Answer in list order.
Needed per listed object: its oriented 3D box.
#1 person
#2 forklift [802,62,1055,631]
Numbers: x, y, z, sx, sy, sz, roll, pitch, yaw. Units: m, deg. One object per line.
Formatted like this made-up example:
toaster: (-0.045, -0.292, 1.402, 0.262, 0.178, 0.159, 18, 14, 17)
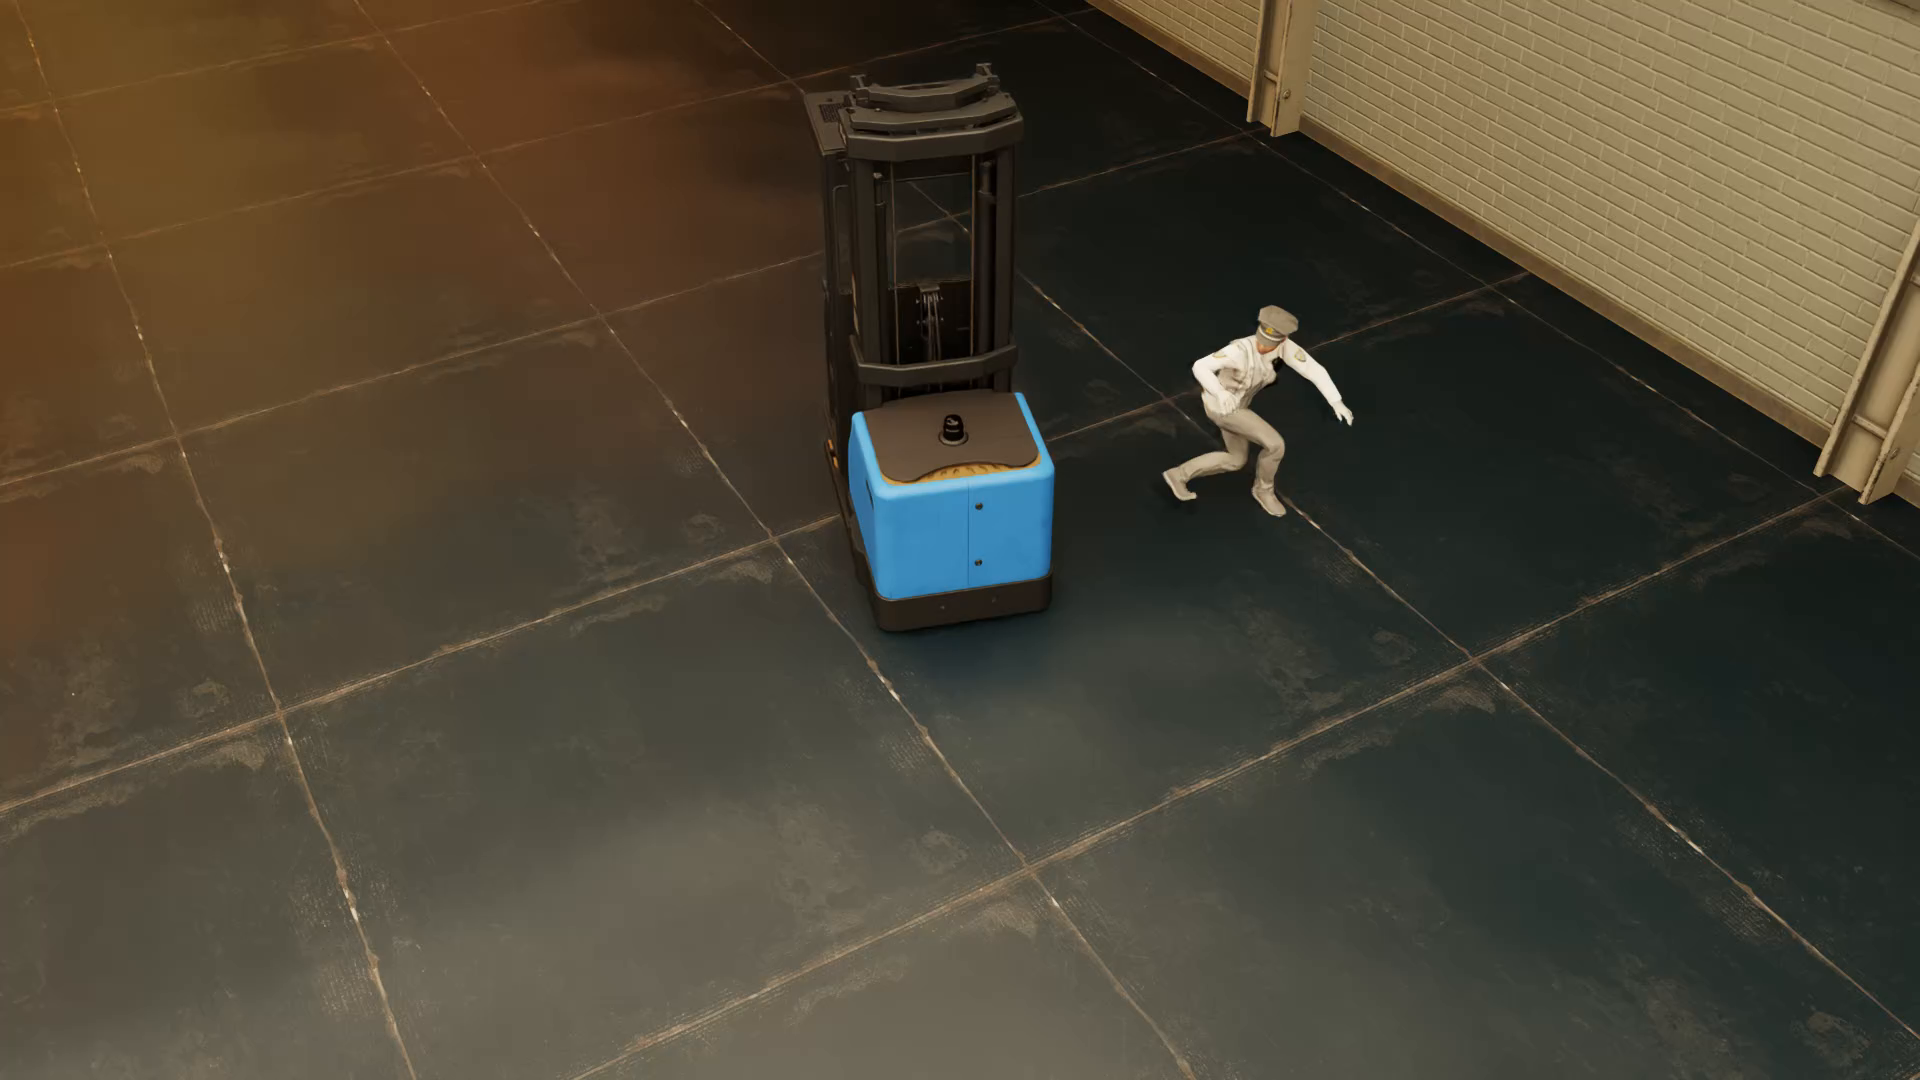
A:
person: (1.804, -0.695, 10.085, 1.045, 1.437, 0.791, 21, 44, 23)
forklift: (-0.277, -1.548, 9.902, 1.130, 2.935, 3.031, -8, 40, -10)
